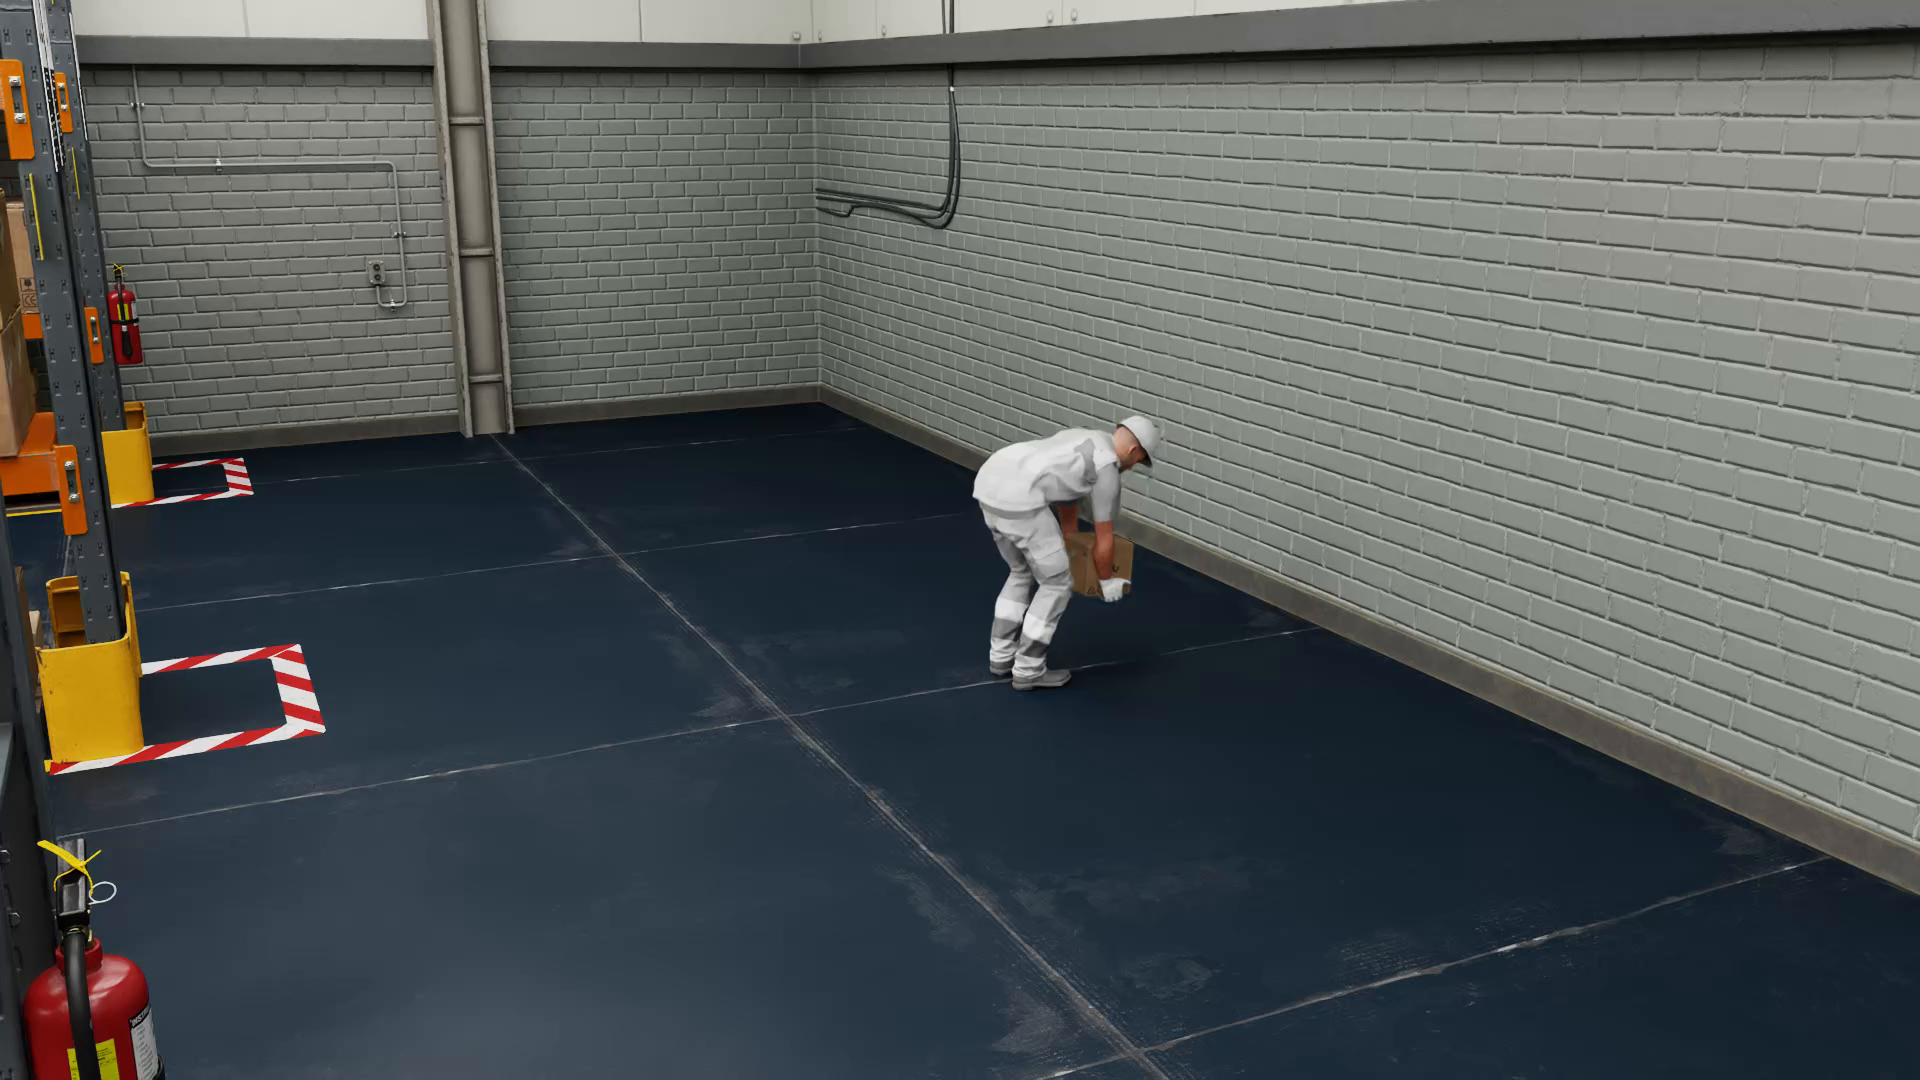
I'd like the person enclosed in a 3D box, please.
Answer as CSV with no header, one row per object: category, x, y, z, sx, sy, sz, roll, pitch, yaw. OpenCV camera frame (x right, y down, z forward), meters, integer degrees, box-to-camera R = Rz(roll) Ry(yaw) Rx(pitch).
person,0.523,0.043,7.904,0.949,1.218,0.494,-8,17,-27
